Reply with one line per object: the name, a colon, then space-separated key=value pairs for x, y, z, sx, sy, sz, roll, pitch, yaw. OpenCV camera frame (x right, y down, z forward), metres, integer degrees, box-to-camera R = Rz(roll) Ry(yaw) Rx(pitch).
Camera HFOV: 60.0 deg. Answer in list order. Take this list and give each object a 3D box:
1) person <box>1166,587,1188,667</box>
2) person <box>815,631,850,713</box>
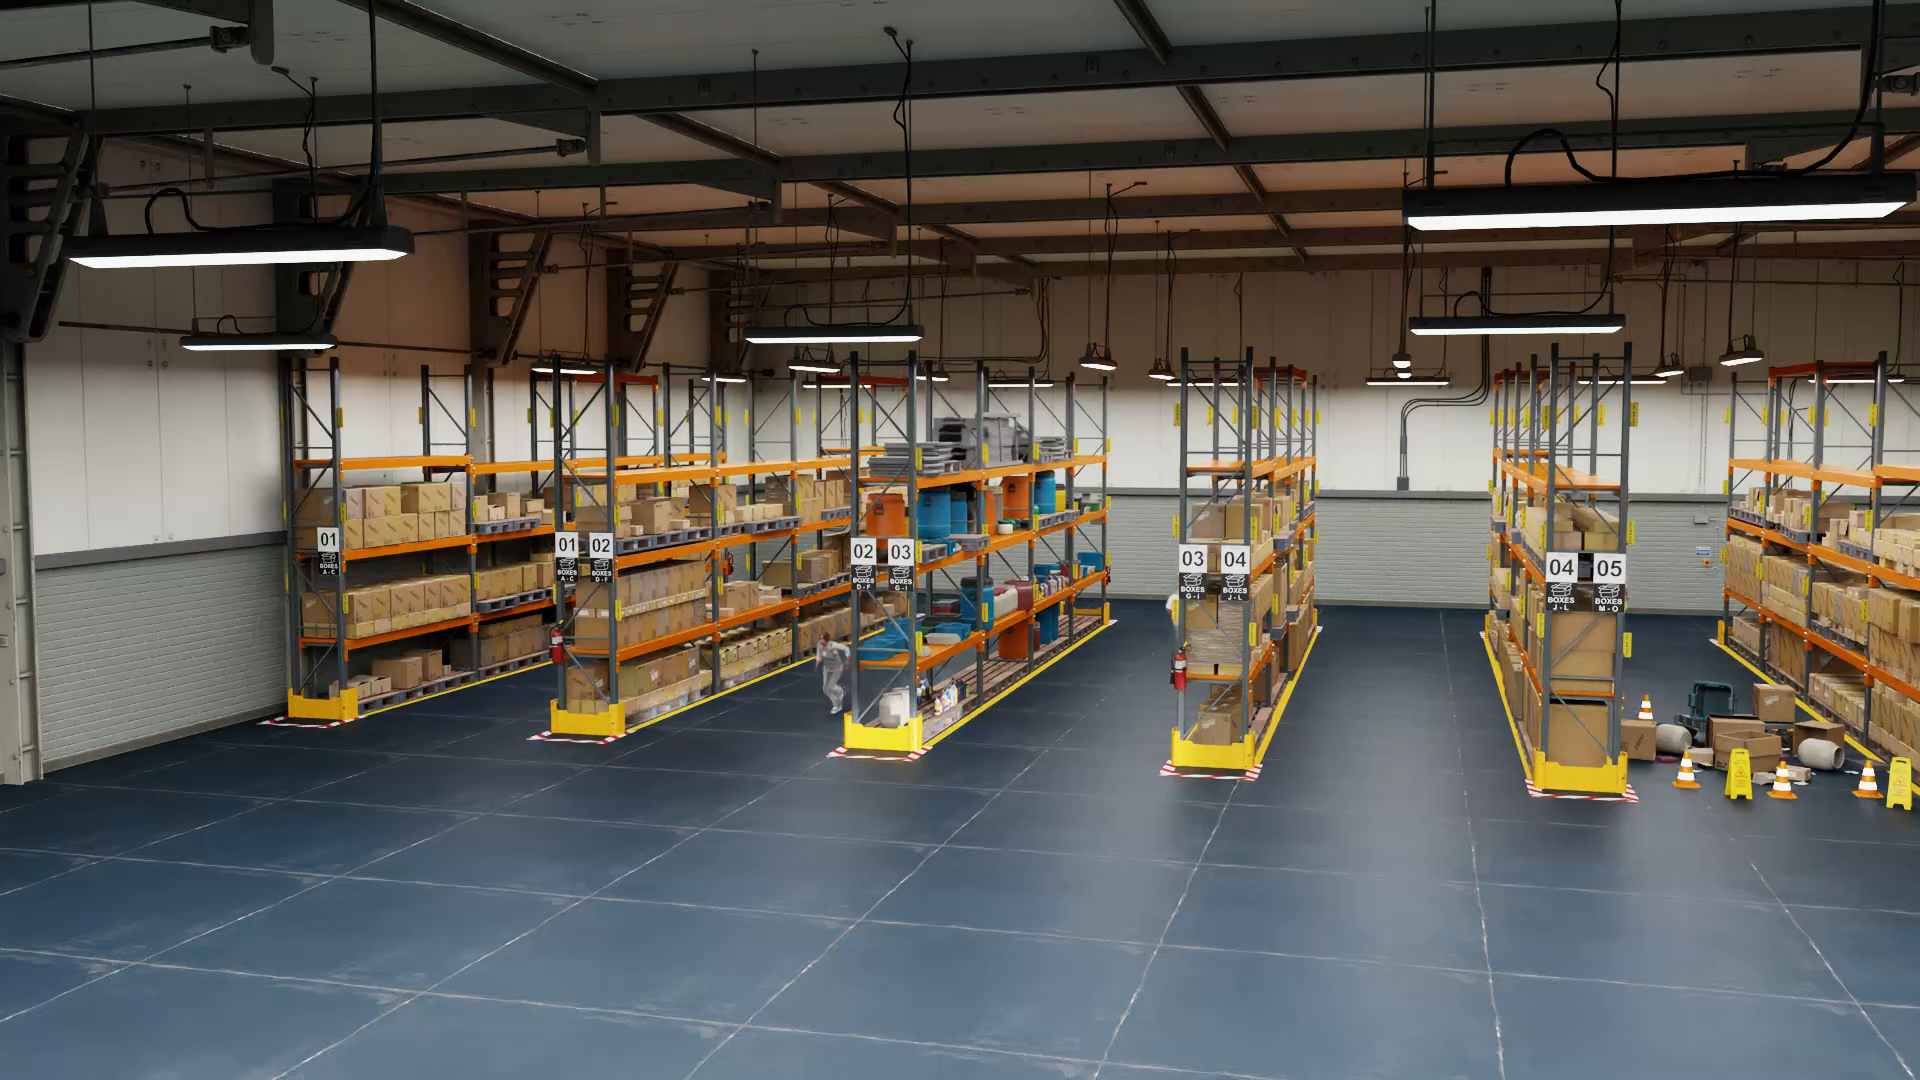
person: x=4.403 y=1.693 z=32.953 sx=0.640 sy=1.796 sz=0.890 roll=1 pitch=4 yaw=15
person: x=-2.150 y=2.232 z=28.039 sx=0.555 sy=1.444 sz=0.760 roll=2 pitch=5 yaw=26
